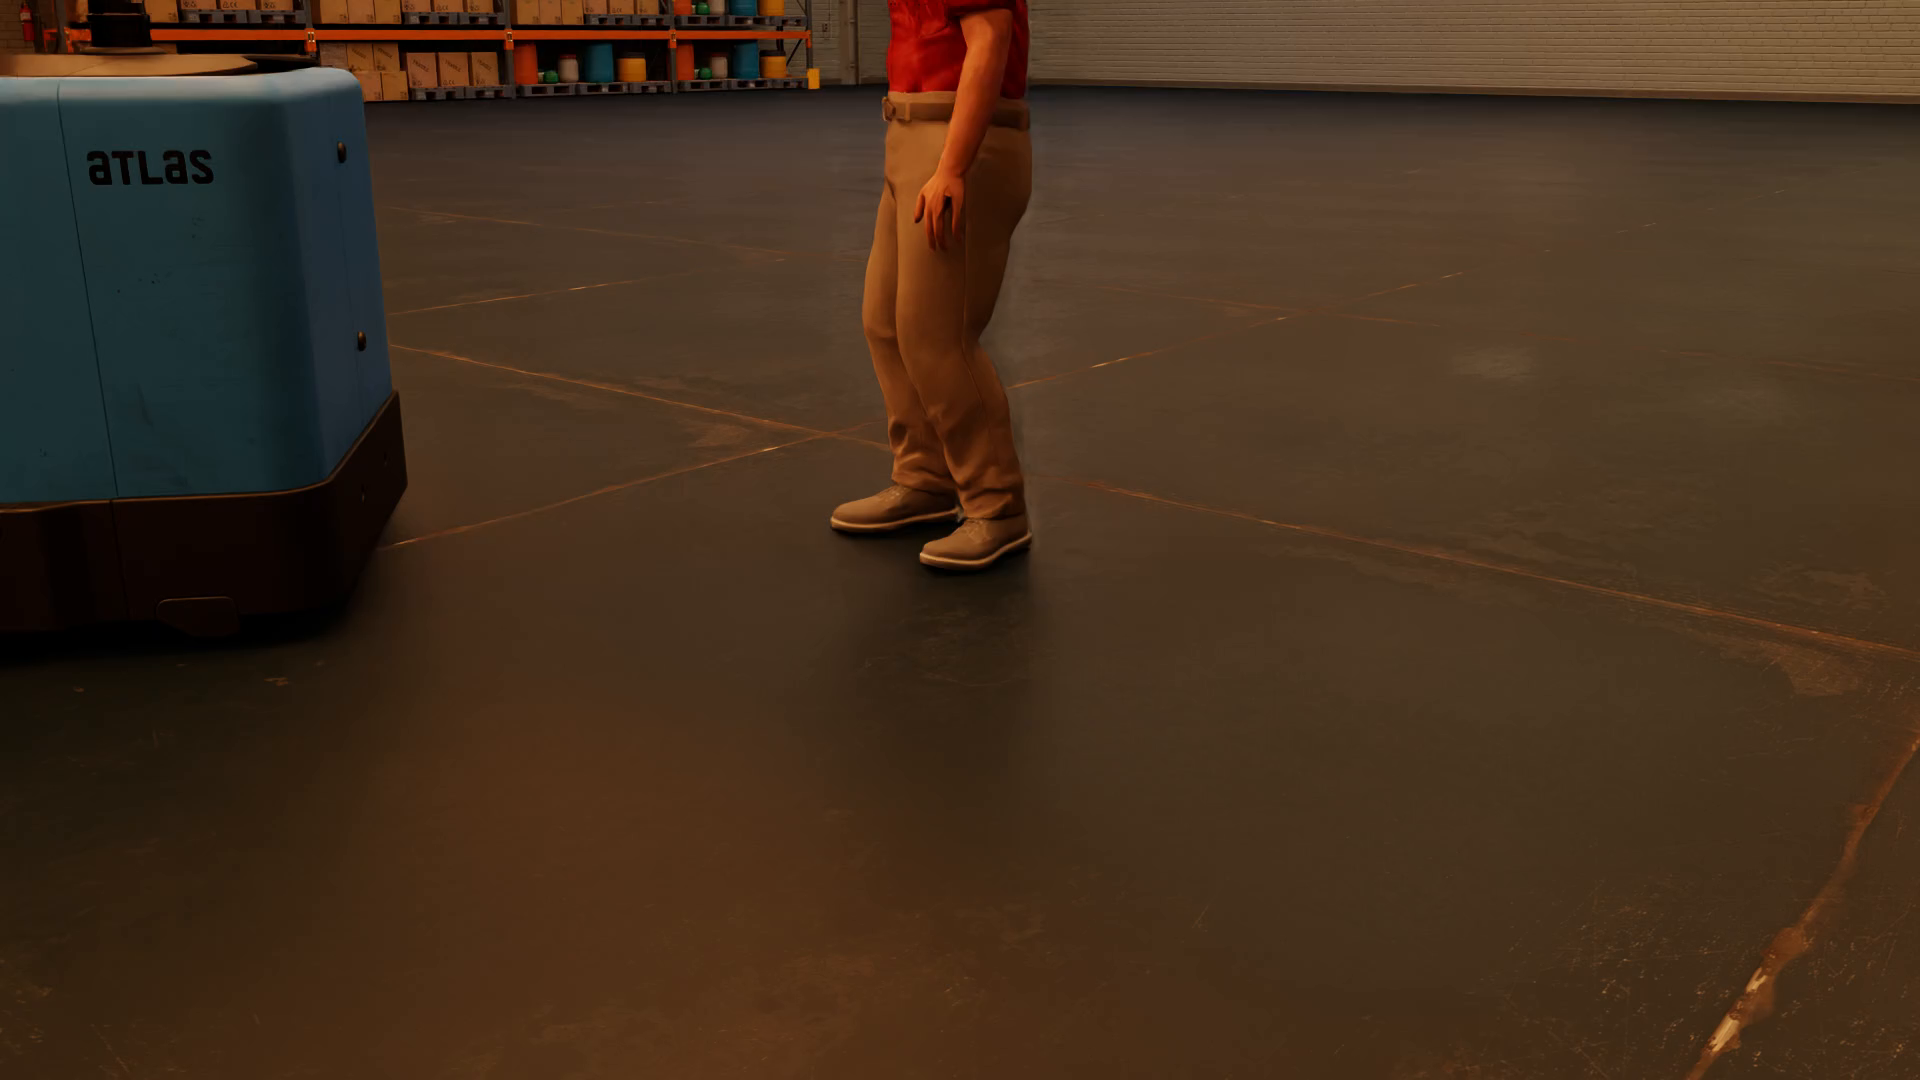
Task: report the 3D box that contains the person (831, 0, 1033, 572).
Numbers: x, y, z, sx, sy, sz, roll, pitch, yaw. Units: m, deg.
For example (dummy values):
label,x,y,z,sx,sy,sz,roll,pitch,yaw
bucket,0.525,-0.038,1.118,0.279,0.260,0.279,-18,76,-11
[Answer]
label,x,y,z,sx,sy,sz,roll,pitch,yaw
person,-0.068,-0.813,3.666,0.451,1.720,0.601,-2,17,-8

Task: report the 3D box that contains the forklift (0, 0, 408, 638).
label,x,y,z,sx,sy,sz,roll,pitch,yaw
forklift,-2.796,-1.272,3.087,3.031,2.935,1.130,-3,17,-9
